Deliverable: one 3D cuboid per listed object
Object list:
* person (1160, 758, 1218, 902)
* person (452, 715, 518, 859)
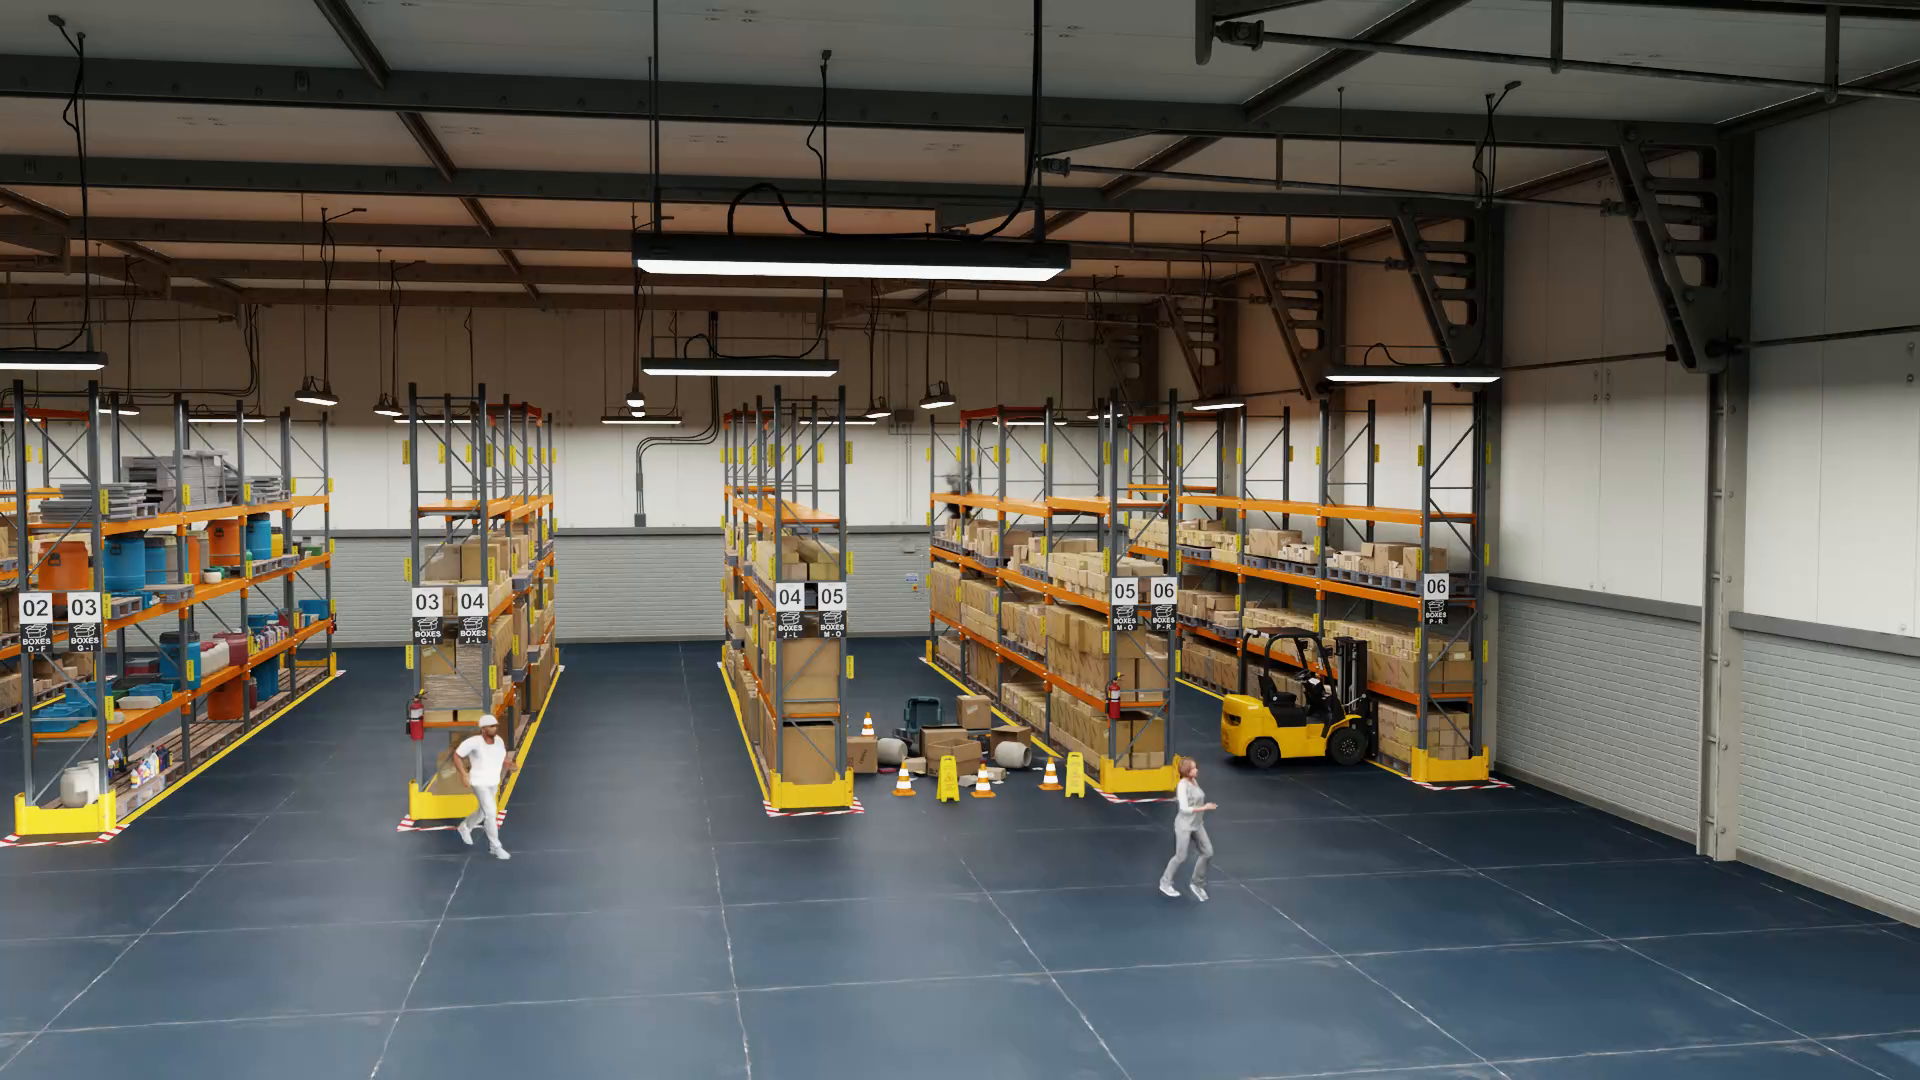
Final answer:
[{"bbox_3d":[2.578,3.261,18.653,0.684,1.648,0.526,2,4,36],"label":"person"},{"bbox_3d":[-5.991,3.062,20.875,0.983,1.768,0.657,2,3,29],"label":"person"}]
